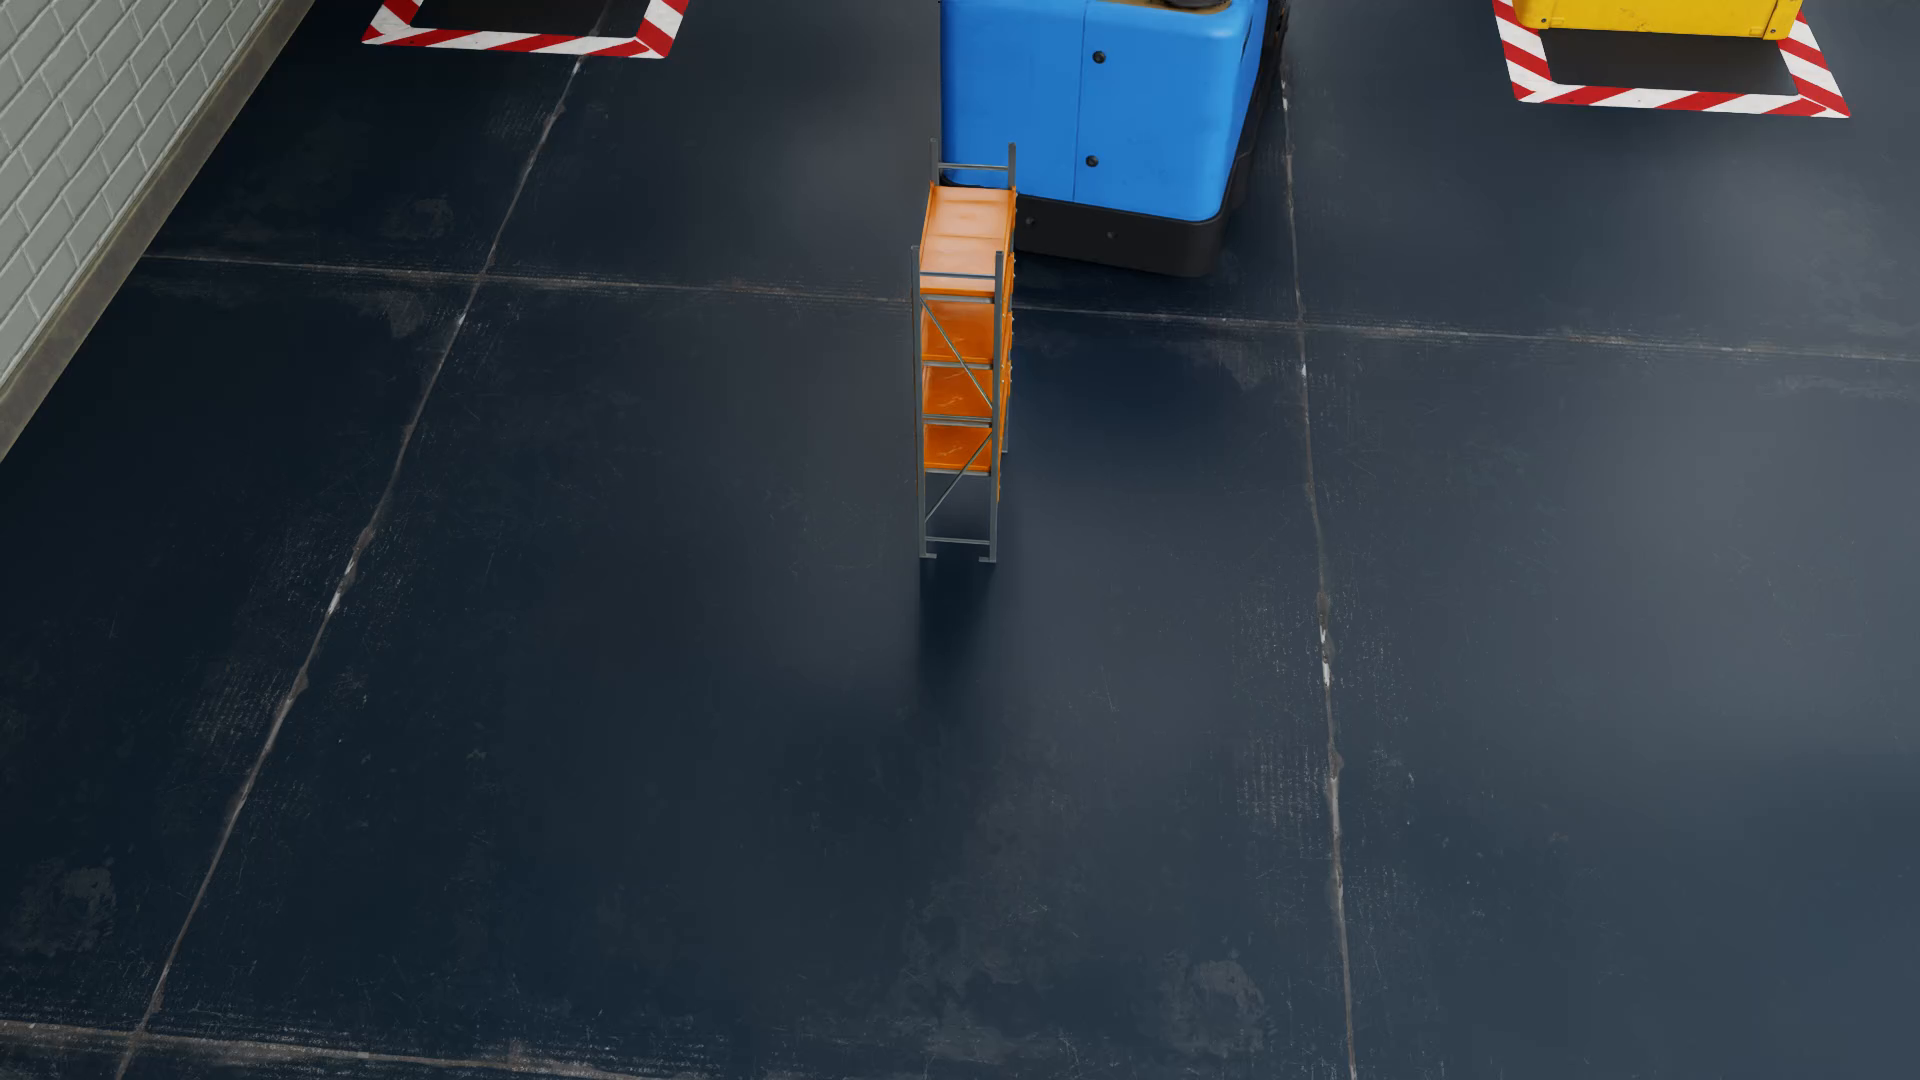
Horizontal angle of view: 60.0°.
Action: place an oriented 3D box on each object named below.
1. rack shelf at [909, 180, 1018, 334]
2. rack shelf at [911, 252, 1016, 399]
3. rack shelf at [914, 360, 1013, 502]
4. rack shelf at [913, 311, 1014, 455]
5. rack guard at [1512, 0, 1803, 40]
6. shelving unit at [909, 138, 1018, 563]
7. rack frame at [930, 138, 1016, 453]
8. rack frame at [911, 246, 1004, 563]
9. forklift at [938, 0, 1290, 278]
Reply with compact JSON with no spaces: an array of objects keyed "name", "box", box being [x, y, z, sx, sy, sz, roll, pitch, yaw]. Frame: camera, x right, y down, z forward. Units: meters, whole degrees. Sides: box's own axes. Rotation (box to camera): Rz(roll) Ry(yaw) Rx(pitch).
[{"name":"rack shelf","box":[0.015,-0.792,4.629,0.258,0.148,0.480,4,48,4]},{"name":"rack shelf","box":[0.015,-0.632,4.803,0.258,0.148,0.480,4,48,4]},{"name":"rack shelf","box":[0.015,-0.347,5.115,0.258,0.148,0.480,4,48,4]},{"name":"rack shelf","box":[0.015,-0.481,4.968,0.258,0.148,0.480,4,48,4]},{"name":"rack guard","box":[3.056,-2.508,7.205,1.175,0.500,0.348,4,48,4]},{"name":"shelving unit","box":[0.015,-0.527,4.919,0.258,1.200,0.503,4,48,4]},{"name":"rack frame","box":[0.037,-0.706,5.082,0.240,1.200,0.015,4,48,4]},{"name":"rack frame","box":[-0.007,-0.347,4.755,0.240,1.200,0.015,4,48,4]},{"name":"forklift","box":[0.797,-3.051,6.054,1.130,2.935,3.031,11,49,10]}]
